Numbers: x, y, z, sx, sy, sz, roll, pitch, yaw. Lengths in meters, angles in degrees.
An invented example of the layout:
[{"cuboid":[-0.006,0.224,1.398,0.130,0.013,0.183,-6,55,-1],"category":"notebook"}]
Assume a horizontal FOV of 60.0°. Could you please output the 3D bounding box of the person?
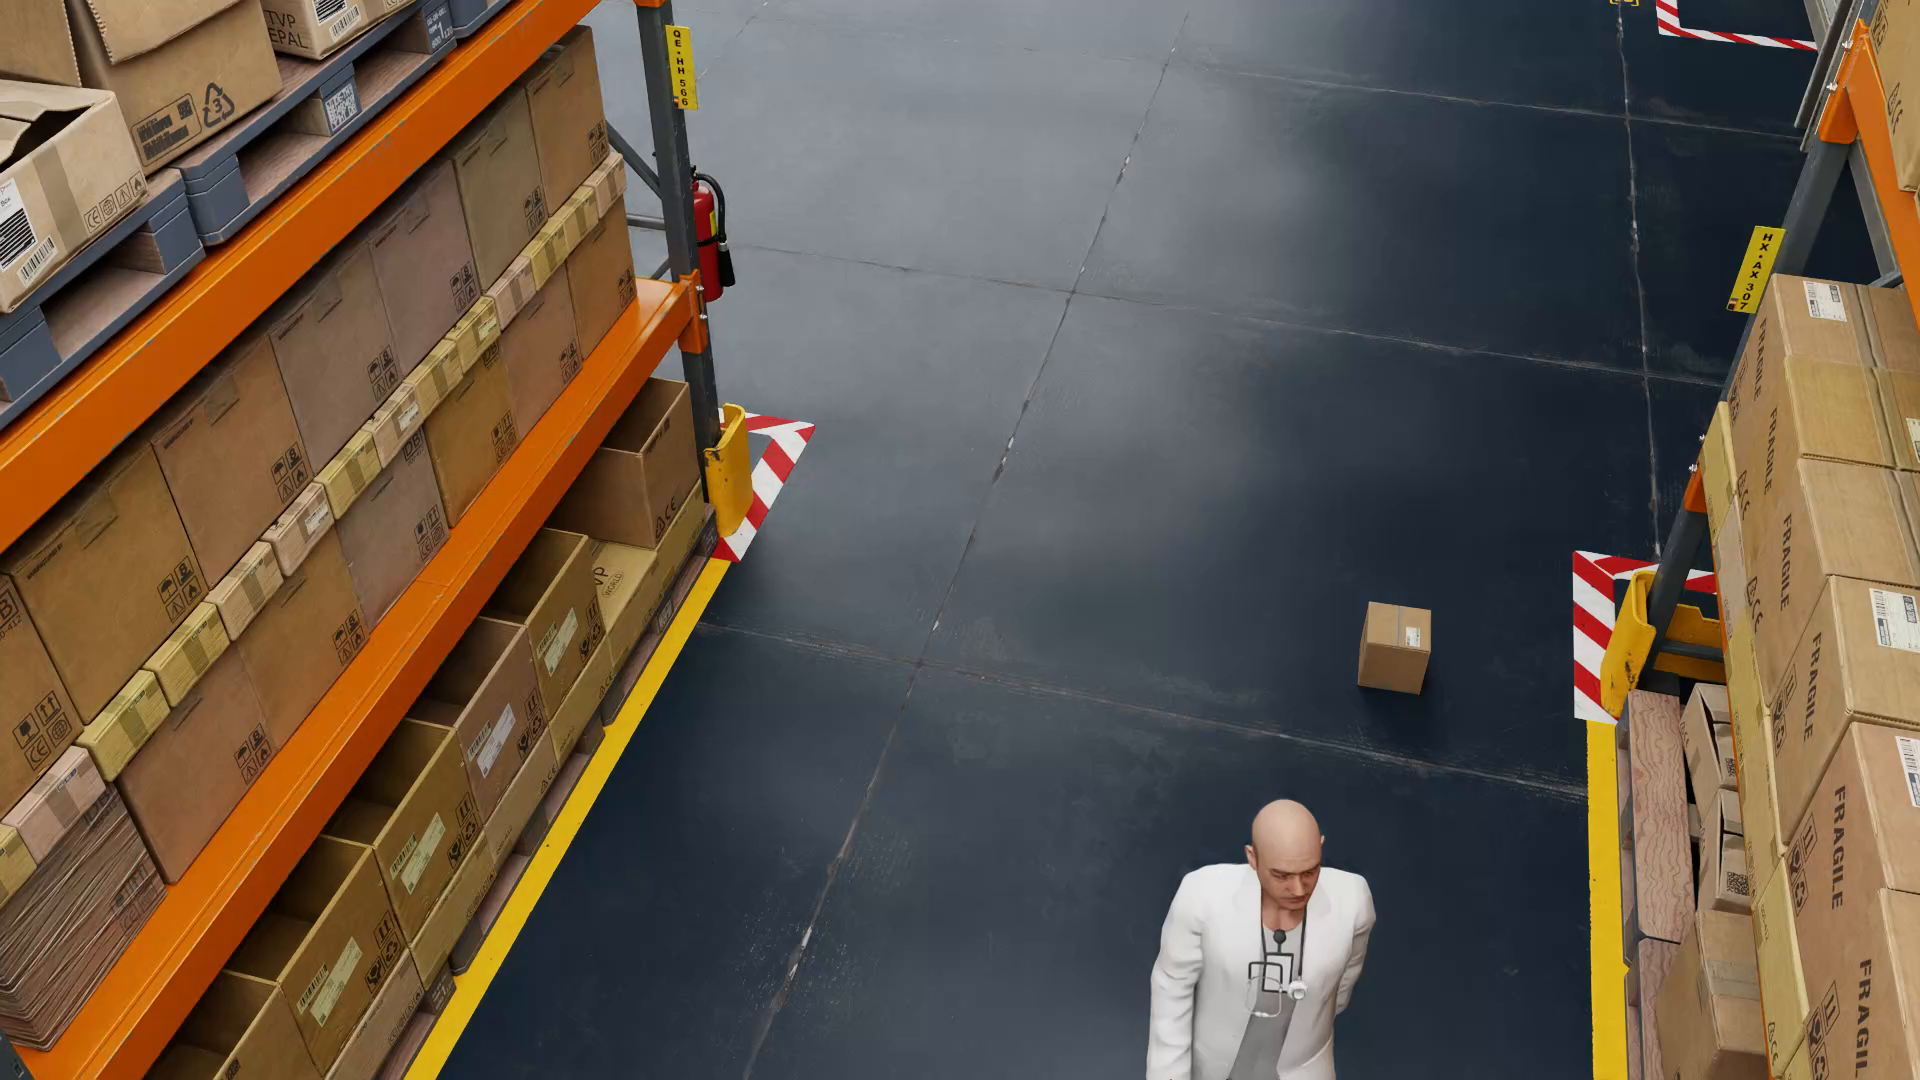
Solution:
[{"cuboid":[0.776,1.427,4.474,0.571,1.732,1.025,5,41,6],"category":"person"}]
